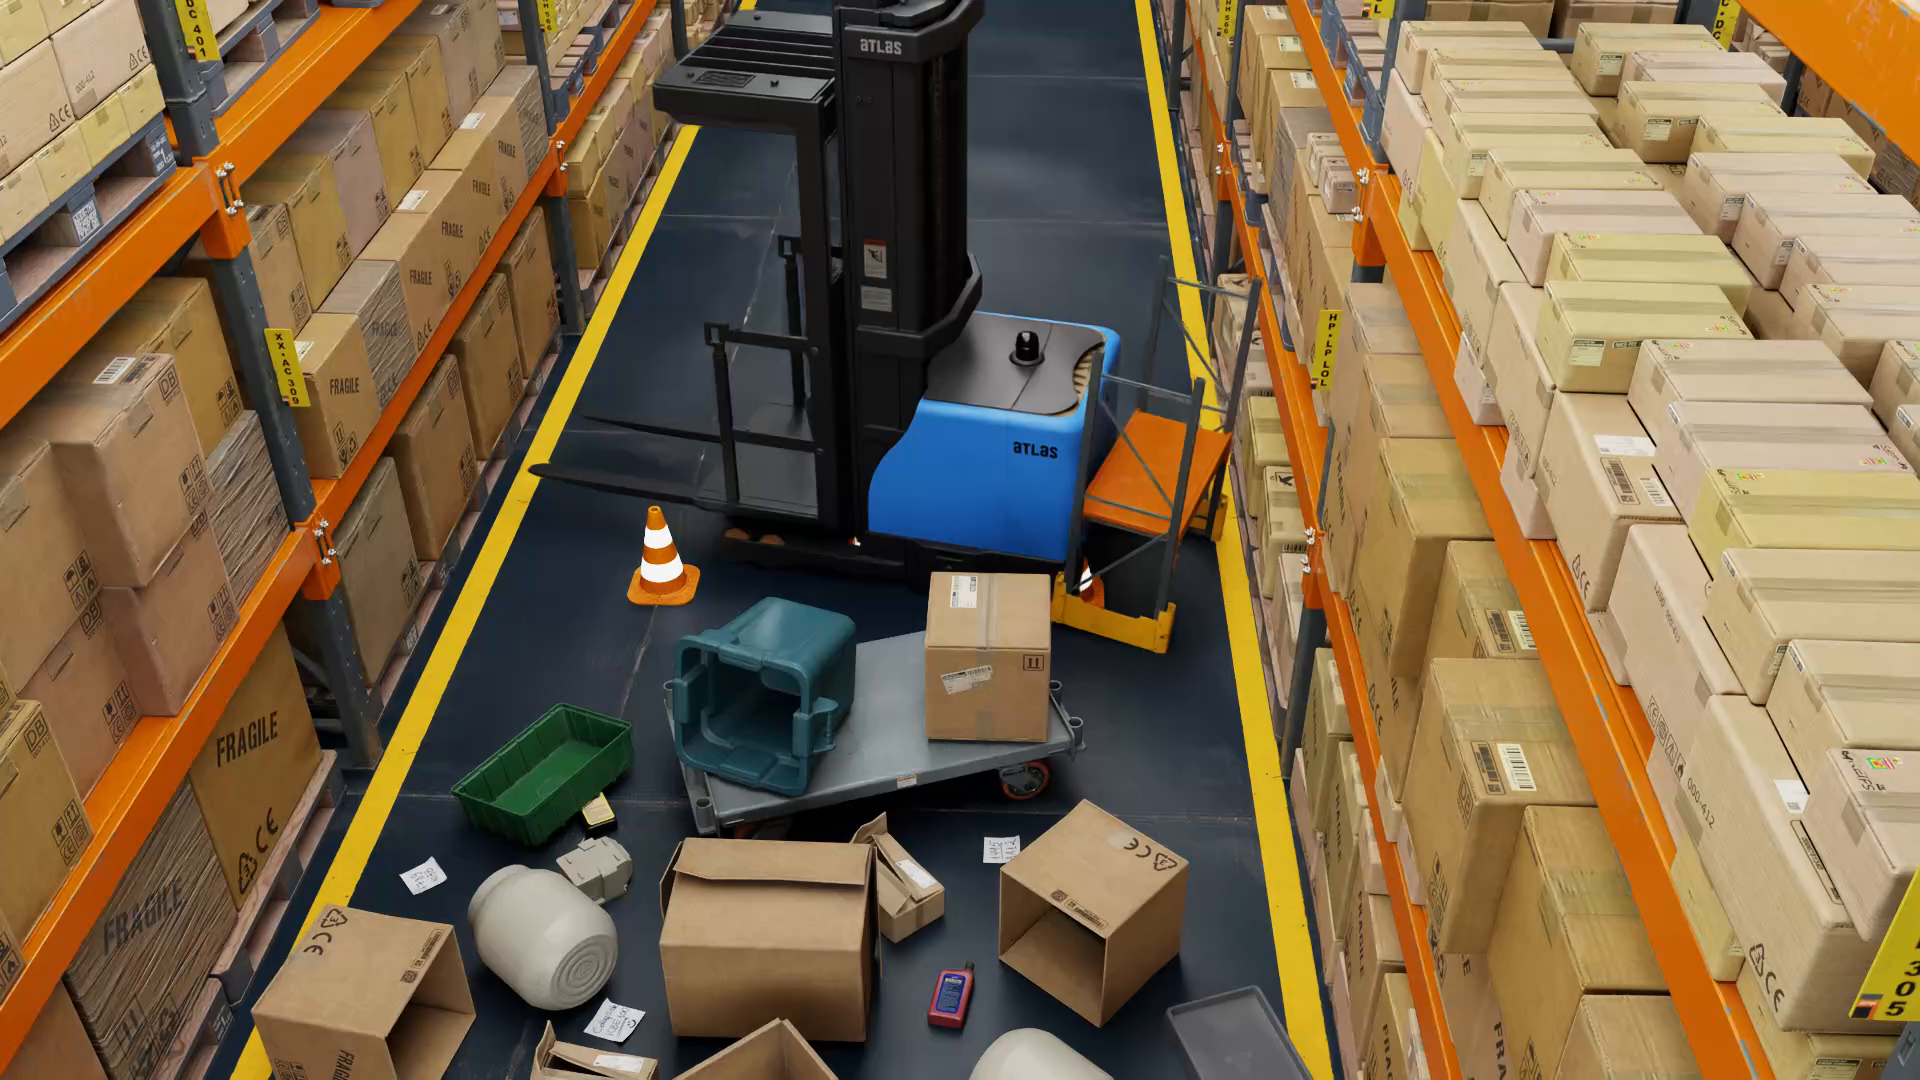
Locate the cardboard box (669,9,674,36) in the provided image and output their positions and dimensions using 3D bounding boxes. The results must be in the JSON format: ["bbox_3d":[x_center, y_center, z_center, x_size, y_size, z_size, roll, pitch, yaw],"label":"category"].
[{"bbox_3d":[-2.509,-4.301,13.803,0.380,0.149,0.250,3,35,4],"label":"cardboard box"}]

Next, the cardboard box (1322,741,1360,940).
[{"bbox_3d":[1.596,1.081,5.923,0.500,0.500,0.500,3,35,4],"label":"cardboard box"}]

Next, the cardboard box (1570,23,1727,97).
[{"bbox_3d":[2.105,-1.470,5.095,0.380,0.149,0.250,2,35,3],"label":"cardboard box"}]

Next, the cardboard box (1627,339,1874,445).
[{"bbox_3d":[1.613,-0.289,3.415,0.380,0.149,0.250,0,35,1],"label":"cardboard box"}]

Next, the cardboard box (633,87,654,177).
[{"bbox_3d":[-2.553,-2.988,12.147,0.500,0.500,0.500,1,35,1],"label":"cardboard box"}]

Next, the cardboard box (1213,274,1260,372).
[{"bbox_3d":[2.027,-1.277,9.824,0.950,0.372,0.625,-1,35,-1],"label":"cardboard box"}]

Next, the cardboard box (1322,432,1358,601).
[{"bbox_3d":[1.603,-0.123,5.916,0.500,0.500,0.500,1,35,2],"label":"cardboard box"}]

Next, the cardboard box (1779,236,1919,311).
[{"bbox_3d":[2.138,-0.577,3.824,0.380,0.149,0.250,2,35,3],"label":"cardboard box"}]

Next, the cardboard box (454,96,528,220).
[{"bbox_3d":[-2.661,-2.050,8.917,0.500,0.500,0.500,1,35,2],"label":"cardboard box"}]

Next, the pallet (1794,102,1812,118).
[{"bbox_3d":[7.185,-3.081,12.896,1.003,0.211,1.213,1,35,2],"label":"pallet"}]

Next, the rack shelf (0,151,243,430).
[{"bbox_3d":[-3.131,-0.046,4.170,1.077,0.370,4.000,1,35,2],"label":"rack shelf"}]

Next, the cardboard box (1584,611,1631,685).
[{"bbox_3d":[1.535,0.172,3.452,0.380,0.149,0.250,1,35,2],"label":"cardboard box"}]

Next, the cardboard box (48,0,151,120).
[{"bbox_3d":[-2.814,-1.474,4.995,0.500,0.250,0.500,1,35,1],"label":"cardboard box"}]

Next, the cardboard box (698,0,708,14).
[{"bbox_3d":[-2.453,-4.788,14.755,0.380,0.149,0.250,3,35,4],"label":"cardboard box"}]

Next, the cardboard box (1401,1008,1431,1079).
[{"bbox_3d":[1.483,1.498,4.765,0.380,0.149,0.250,3,35,4],"label":"cardboard box"}]

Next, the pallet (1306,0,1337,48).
[{"bbox_3d":[2.069,-2.305,6.921,1.213,0.211,1.003,1,35,2],"label":"pallet"}]

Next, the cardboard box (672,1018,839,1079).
[{"bbox_3d":[-0.721,2.045,5.348,0.797,0.503,0.637,-24,42,-30],"label":"cardboard box"}]

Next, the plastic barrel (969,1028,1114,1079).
[{"bbox_3d":[0.309,1.924,5.590,0.512,0.421,0.421,28,44,33],"label":"plastic barrel"}]

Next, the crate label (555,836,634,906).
[{"bbox_3d":[-1.477,1.330,6.685,0.298,0.136,0.250,-24,42,-30],"label":"crate label"}]

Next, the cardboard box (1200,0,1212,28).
[{"bbox_3d":[1.842,-3.521,10.793,0.500,0.250,0.500,0,35,1],"label":"cardboard box"}]

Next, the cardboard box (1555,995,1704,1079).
[{"bbox_3d":[1.541,1.222,3.134,0.700,0.500,0.500,1,35,1],"label":"cardboard box"}]

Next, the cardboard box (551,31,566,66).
[{"bbox_3d":[-2.660,-3.036,10.261,0.380,0.149,0.250,3,35,4],"label":"cardboard box"}]

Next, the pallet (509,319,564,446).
[{"bbox_3d":[-2.997,-0.969,9.890,1.003,0.211,1.213,1,35,2],"label":"pallet"}]

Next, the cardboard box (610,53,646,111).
[{"bbox_3d":[-2.548,-3.282,11.914,0.500,0.250,0.500,0,35,0],"label":"cardboard box"}]

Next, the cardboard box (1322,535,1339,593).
[{"bbox_3d":[1.566,0.070,6.206,0.380,0.149,0.250,1,35,2],"label":"cardboard box"}]

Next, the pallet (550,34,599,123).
[{"bbox_3d":[-2.968,-2.894,10.372,1.213,0.211,1.003,1,35,2],"label":"pallet"}]

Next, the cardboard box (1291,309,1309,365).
[{"bbox_3d":[1.647,-0.877,7.189,0.380,0.149,0.250,1,35,1],"label":"cardboard box"}]

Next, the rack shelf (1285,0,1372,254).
[{"bbox_3d":[1.980,-2.288,7.360,1.077,0.370,4.000,1,35,2],"label":"rack shelf"}]

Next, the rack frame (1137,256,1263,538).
[{"bbox_3d":[1.141,-0.687,8.335,0.500,1.500,0.032,16,38,15],"label":"rack frame"}]

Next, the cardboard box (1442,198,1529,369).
[{"bbox_3d":[1.563,-0.663,4.294,0.500,0.250,0.500,2,35,2],"label":"cardboard box"}]

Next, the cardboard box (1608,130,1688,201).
[{"bbox_3d":[2.131,-0.944,4.693,0.500,0.250,0.500,1,35,1],"label":"cardboard box"}]

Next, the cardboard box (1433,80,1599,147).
[{"bbox_3d":[1.559,-1.182,4.685,0.380,0.149,0.250,0,35,0],"label":"cardboard box"}]

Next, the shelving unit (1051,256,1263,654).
[{"bbox_3d":[0.954,-0.420,7.956,0.587,1.500,1.083,16,38,15],"label":"shelving unit"}]

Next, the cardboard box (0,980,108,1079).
[{"bbox_3d":[-3.217,1.836,4.957,0.875,0.875,0.875,1,35,1],"label":"cardboard box"}]

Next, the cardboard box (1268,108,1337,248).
[{"bbox_3d":[1.754,-1.694,7.786,0.500,0.500,0.500,0,35,0],"label":"cardboard box"}]

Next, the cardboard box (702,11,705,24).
[{"bbox_3d":[-2.489,-4.665,14.839,0.380,0.149,0.250,0,35,0],"label":"cardboard box"}]

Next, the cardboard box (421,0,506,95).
[{"bbox_3d":[-2.918,-2.753,9.048,0.700,0.500,0.500,1,35,2],"label":"cardboard box"}]

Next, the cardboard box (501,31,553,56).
[{"bbox_3d":[-2.670,-3.024,9.985,0.380,0.149,0.250,3,35,4],"label":"cardboard box"}]

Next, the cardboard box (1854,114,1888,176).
[{"bbox_3d":[6.900,-2.974,12.127,0.500,0.500,0.500,0,35,0],"label":"cardboard box"}]

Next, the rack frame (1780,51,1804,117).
[{"bbox_3d":[7.180,-4.690,12.761,1.000,3.000,0.127,1,35,2],"label":"rack frame"}]

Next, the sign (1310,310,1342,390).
[{"bbox_3d":[1.344,-0.691,6.063,0.100,0.325,0.005,1,35,2],"label":"sign"}]

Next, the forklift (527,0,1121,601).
[{"bbox_3d":[-0.754,-1.341,8.055,3.031,2.935,1.130,9,36,12],"label":"forklift"}]

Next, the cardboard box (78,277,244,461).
[{"bbox_3d":[-3.100,-0.555,5.807,0.875,0.550,0.550,1,35,2],"label":"cardboard box"}]

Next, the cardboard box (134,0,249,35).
[{"bbox_3d":[-2.777,-1.989,5.973,0.258,0.266,0.396,1,35,1],"label":"cardboard box"}]

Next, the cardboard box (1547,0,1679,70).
[{"bbox_3d":[2.323,-1.871,5.905,0.500,0.250,0.500,0,35,1],"label":"cardboard box"}]

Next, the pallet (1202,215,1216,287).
[{"bbox_3d":[2.167,-1.815,11.094,1.003,0.211,1.213,1,35,2],"label":"pallet"}]

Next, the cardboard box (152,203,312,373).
[{"bbox_3d":[-3.037,-0.998,6.551,0.700,0.500,0.500,1,35,1],"label":"cardboard box"}]

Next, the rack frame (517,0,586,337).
[{"bbox_3d":[-2.890,-2.561,9.731,1.000,3.000,0.127,1,35,2],"label":"rack frame"}]

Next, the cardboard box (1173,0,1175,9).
[{"bbox_3d":[2.388,-4.799,14.778,0.875,0.438,0.875,0,35,0],"label":"cardboard box"}]

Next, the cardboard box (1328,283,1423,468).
[{"bbox_3d":[1.665,-0.530,5.626,0.700,0.500,0.500,1,35,1],"label":"cardboard box"}]
